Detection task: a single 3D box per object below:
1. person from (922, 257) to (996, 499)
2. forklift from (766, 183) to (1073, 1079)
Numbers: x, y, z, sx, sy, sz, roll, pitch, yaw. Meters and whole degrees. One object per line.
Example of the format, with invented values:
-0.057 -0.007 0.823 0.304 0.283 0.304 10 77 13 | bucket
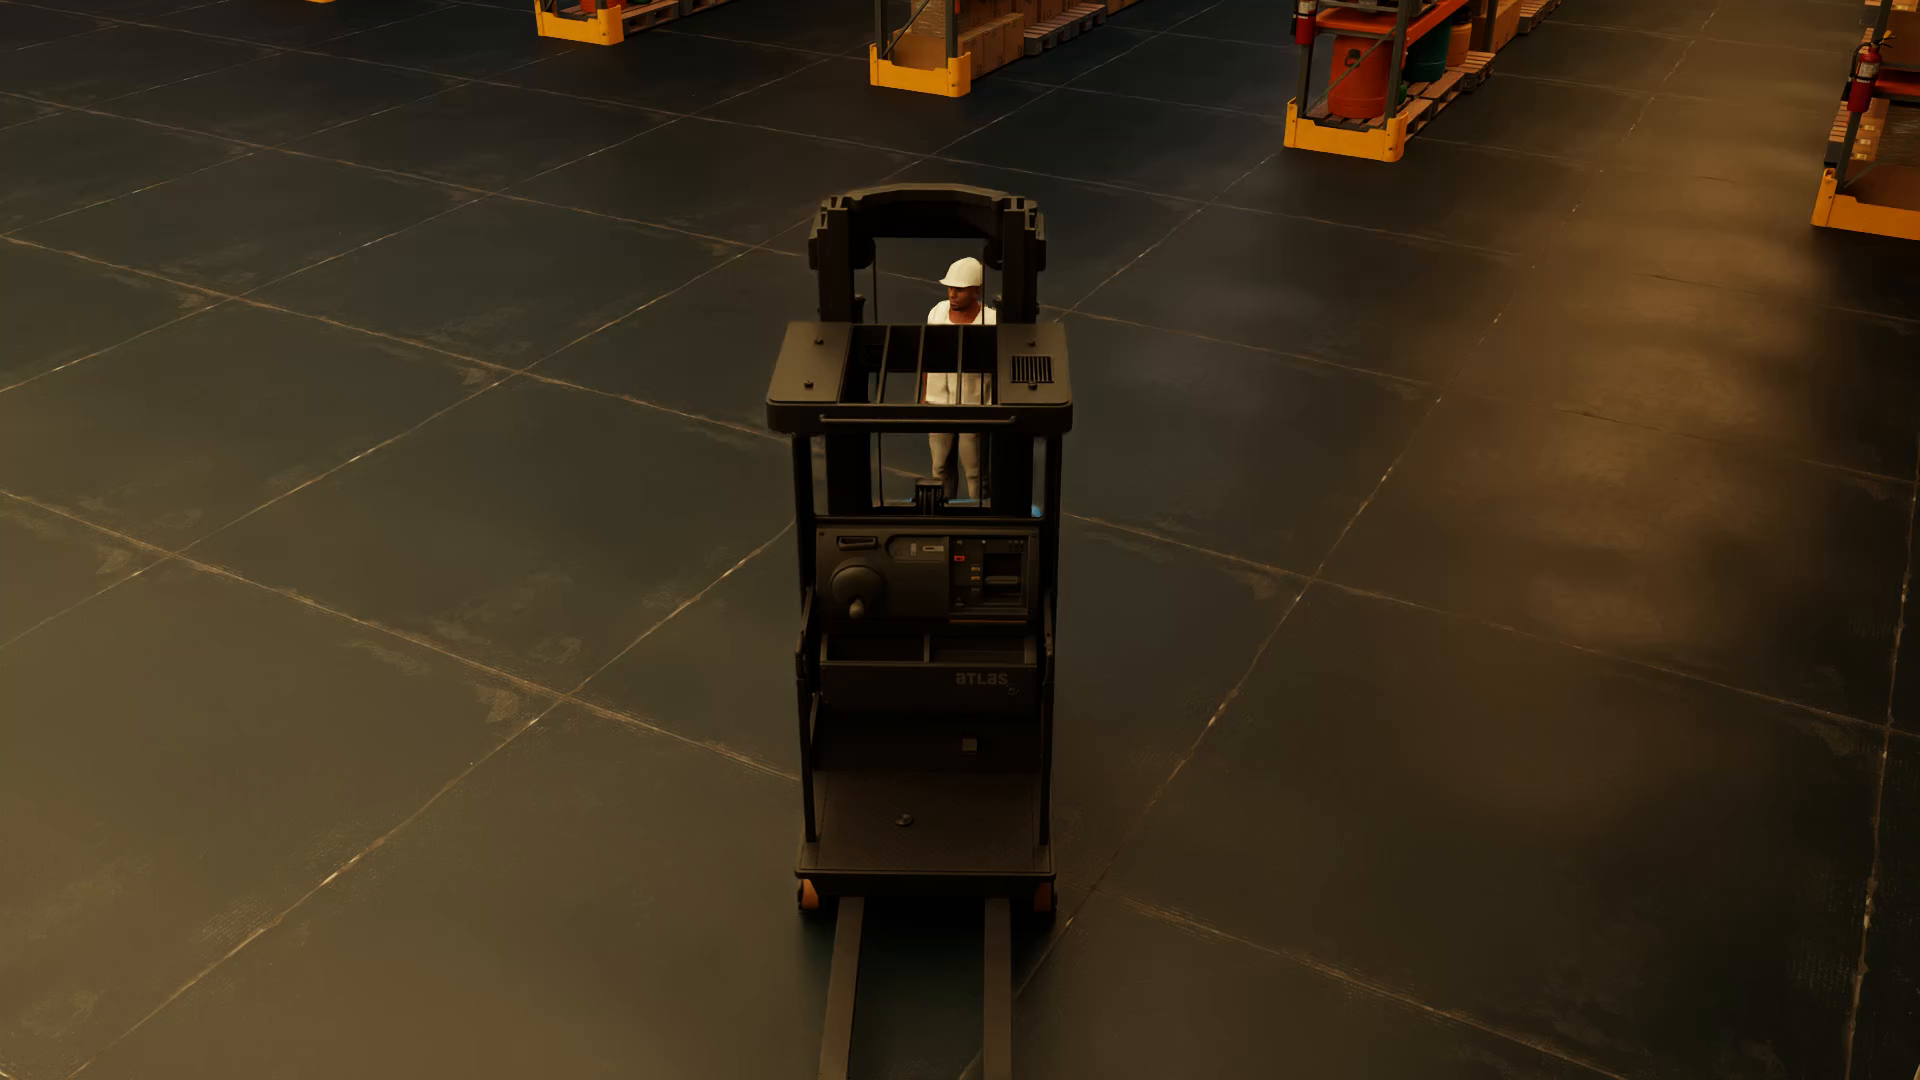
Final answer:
0.008 -0.761 9.556 0.556 1.770 0.388 15 33 25 | person
-0.136 0.186 6.748 1.130 2.935 3.031 1 30 1 | forklift
